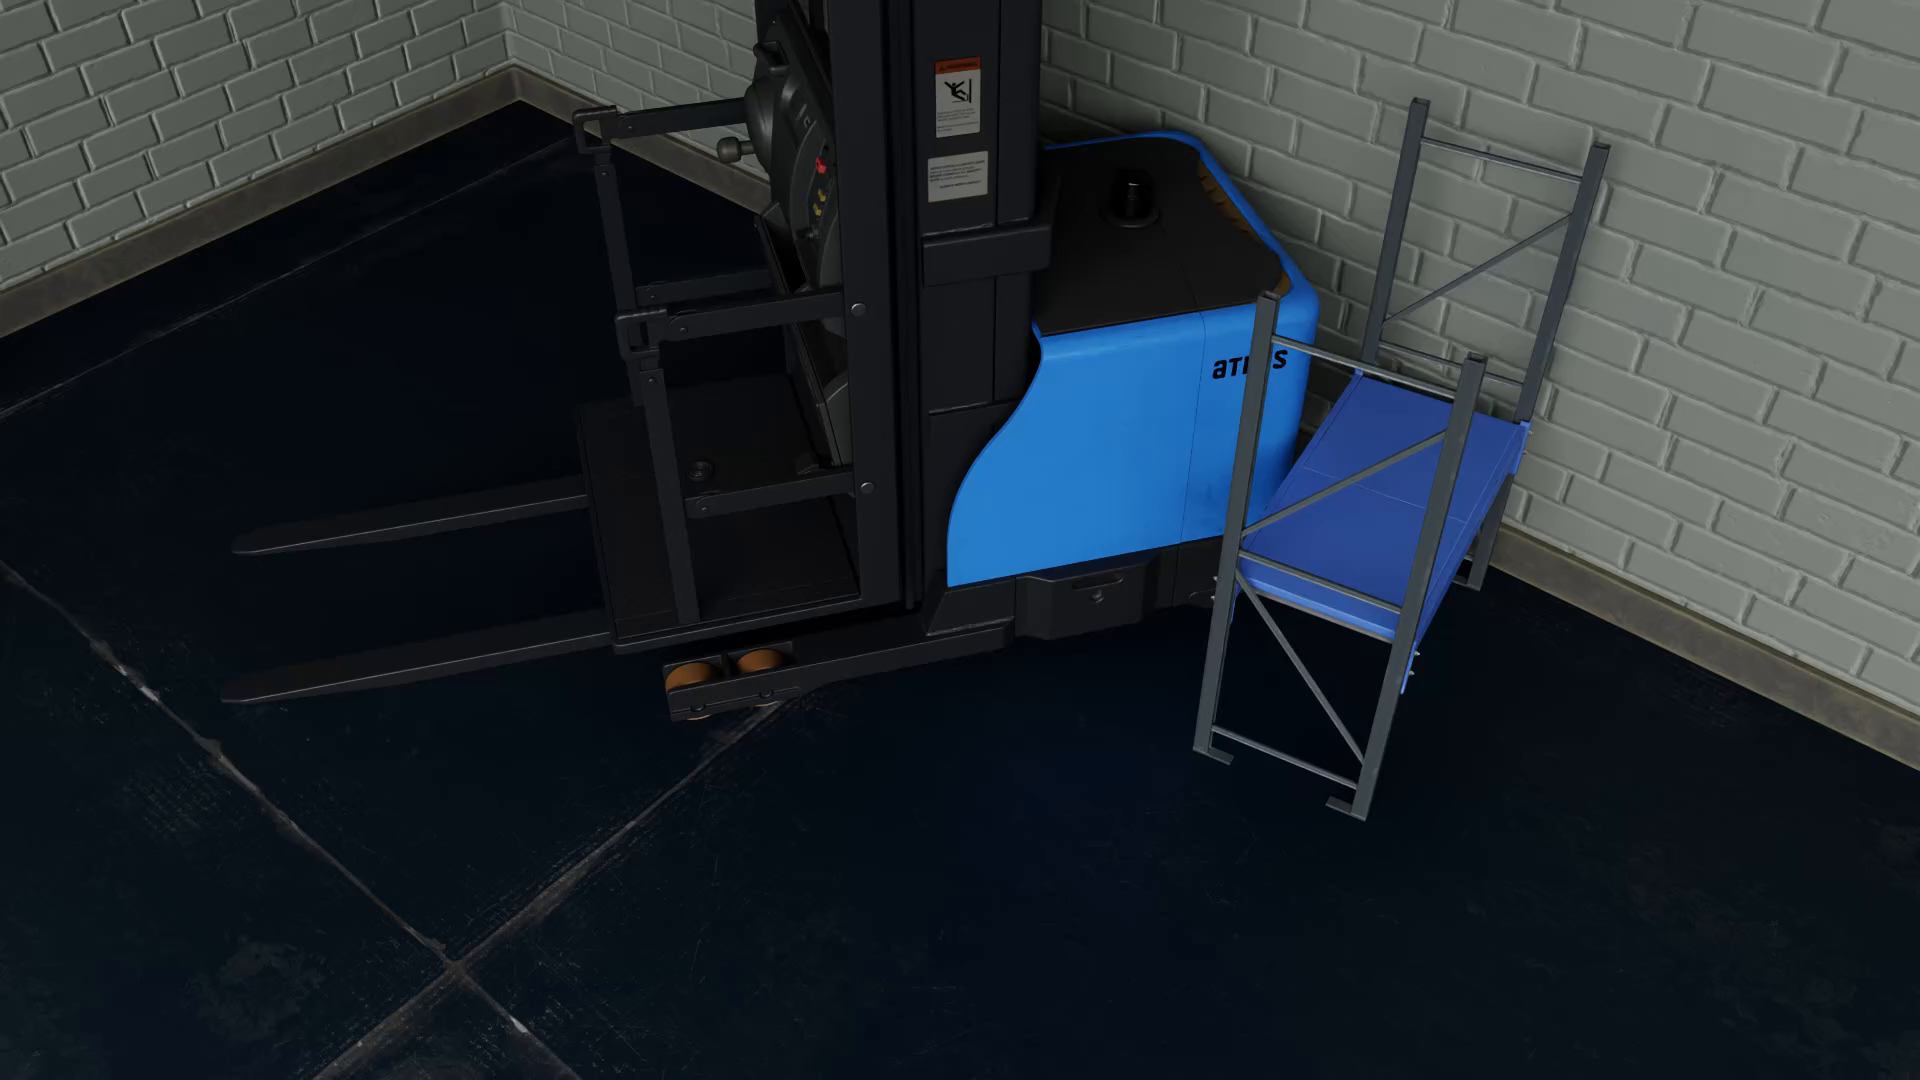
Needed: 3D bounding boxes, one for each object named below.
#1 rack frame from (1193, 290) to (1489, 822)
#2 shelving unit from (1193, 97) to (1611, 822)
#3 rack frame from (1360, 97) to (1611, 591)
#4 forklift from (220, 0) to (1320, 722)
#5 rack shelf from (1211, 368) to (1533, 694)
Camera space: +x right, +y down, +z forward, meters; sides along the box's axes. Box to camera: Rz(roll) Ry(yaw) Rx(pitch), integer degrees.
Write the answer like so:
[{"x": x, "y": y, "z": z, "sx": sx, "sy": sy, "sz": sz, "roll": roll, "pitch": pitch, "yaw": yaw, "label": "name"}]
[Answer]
[{"x": 0.869, "y": 0.102, "z": 4.023, "sx": 0.500, "sy": 1.500, "sz": 0.032, "roll": 21, "pitch": 46, "yaw": 22, "label": "rack frame"}, {"x": 1.123, "y": -0.194, "z": 4.349, "sx": 0.538, "sy": 1.500, "sz": 1.048, "roll": 21, "pitch": 46, "yaw": 22, "label": "shelving unit"}, {"x": 1.377, "y": -0.491, "z": 4.675, "sx": 0.500, "sy": 1.500, "sz": 0.032, "roll": 21, "pitch": 46, "yaw": 22, "label": "rack frame"}, {"x": -0.605, "y": -0.973, "z": 4.142, "sx": 3.031, "sy": 2.935, "sz": 1.130, "roll": -10, "pitch": 43, "yaw": -11, "label": "forklift"}, {"x": 1.123, "y": -0.061, "z": 4.470, "sx": 0.538, "sy": 0.185, "sz": 1.000, "roll": 21, "pitch": 46, "yaw": 22, "label": "rack shelf"}]
